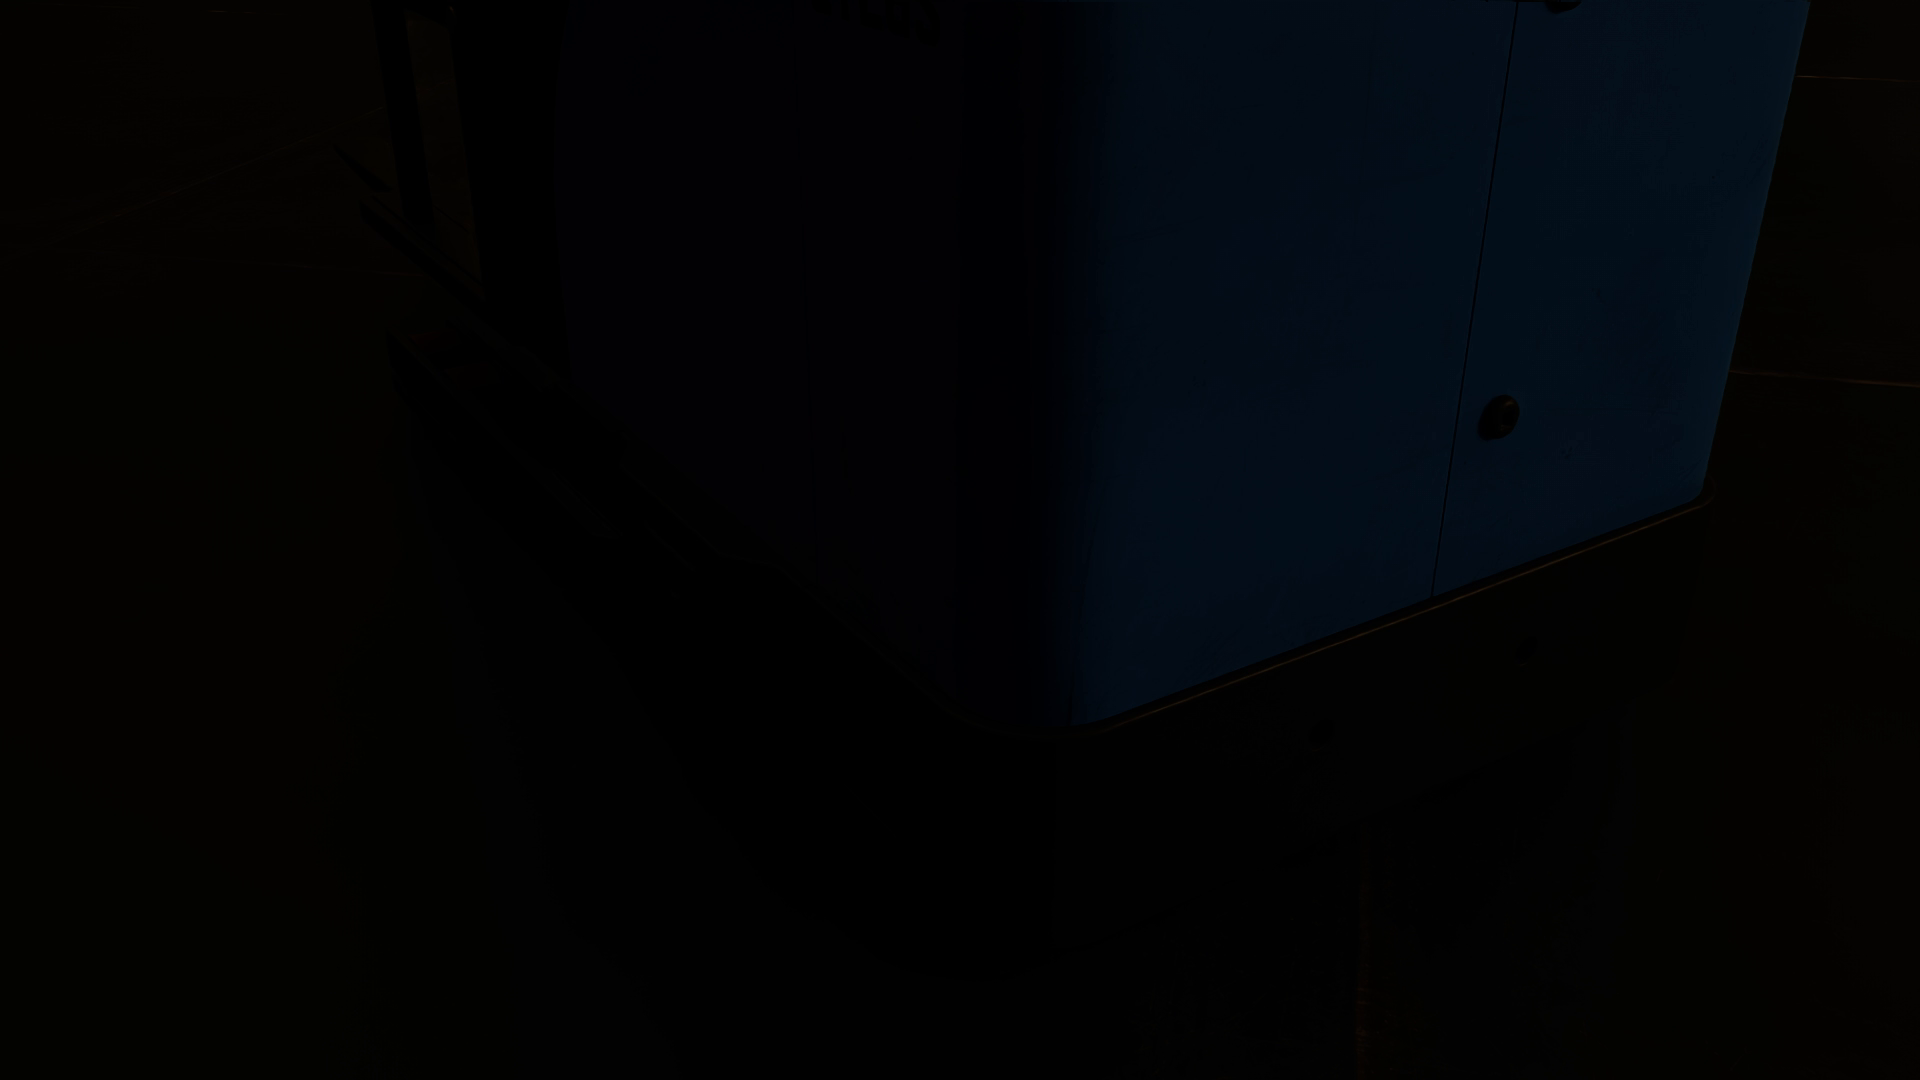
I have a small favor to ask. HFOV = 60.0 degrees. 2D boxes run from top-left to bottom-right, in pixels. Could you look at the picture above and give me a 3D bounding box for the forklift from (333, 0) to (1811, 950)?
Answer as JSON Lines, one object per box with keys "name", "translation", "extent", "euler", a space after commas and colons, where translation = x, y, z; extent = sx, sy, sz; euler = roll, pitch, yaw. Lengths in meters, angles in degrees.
{"name": "forklift", "translation": [-0.336, -1.539, 2.296], "extent": [1.130, 2.935, 3.031], "euler": [-16, 31, -29]}
